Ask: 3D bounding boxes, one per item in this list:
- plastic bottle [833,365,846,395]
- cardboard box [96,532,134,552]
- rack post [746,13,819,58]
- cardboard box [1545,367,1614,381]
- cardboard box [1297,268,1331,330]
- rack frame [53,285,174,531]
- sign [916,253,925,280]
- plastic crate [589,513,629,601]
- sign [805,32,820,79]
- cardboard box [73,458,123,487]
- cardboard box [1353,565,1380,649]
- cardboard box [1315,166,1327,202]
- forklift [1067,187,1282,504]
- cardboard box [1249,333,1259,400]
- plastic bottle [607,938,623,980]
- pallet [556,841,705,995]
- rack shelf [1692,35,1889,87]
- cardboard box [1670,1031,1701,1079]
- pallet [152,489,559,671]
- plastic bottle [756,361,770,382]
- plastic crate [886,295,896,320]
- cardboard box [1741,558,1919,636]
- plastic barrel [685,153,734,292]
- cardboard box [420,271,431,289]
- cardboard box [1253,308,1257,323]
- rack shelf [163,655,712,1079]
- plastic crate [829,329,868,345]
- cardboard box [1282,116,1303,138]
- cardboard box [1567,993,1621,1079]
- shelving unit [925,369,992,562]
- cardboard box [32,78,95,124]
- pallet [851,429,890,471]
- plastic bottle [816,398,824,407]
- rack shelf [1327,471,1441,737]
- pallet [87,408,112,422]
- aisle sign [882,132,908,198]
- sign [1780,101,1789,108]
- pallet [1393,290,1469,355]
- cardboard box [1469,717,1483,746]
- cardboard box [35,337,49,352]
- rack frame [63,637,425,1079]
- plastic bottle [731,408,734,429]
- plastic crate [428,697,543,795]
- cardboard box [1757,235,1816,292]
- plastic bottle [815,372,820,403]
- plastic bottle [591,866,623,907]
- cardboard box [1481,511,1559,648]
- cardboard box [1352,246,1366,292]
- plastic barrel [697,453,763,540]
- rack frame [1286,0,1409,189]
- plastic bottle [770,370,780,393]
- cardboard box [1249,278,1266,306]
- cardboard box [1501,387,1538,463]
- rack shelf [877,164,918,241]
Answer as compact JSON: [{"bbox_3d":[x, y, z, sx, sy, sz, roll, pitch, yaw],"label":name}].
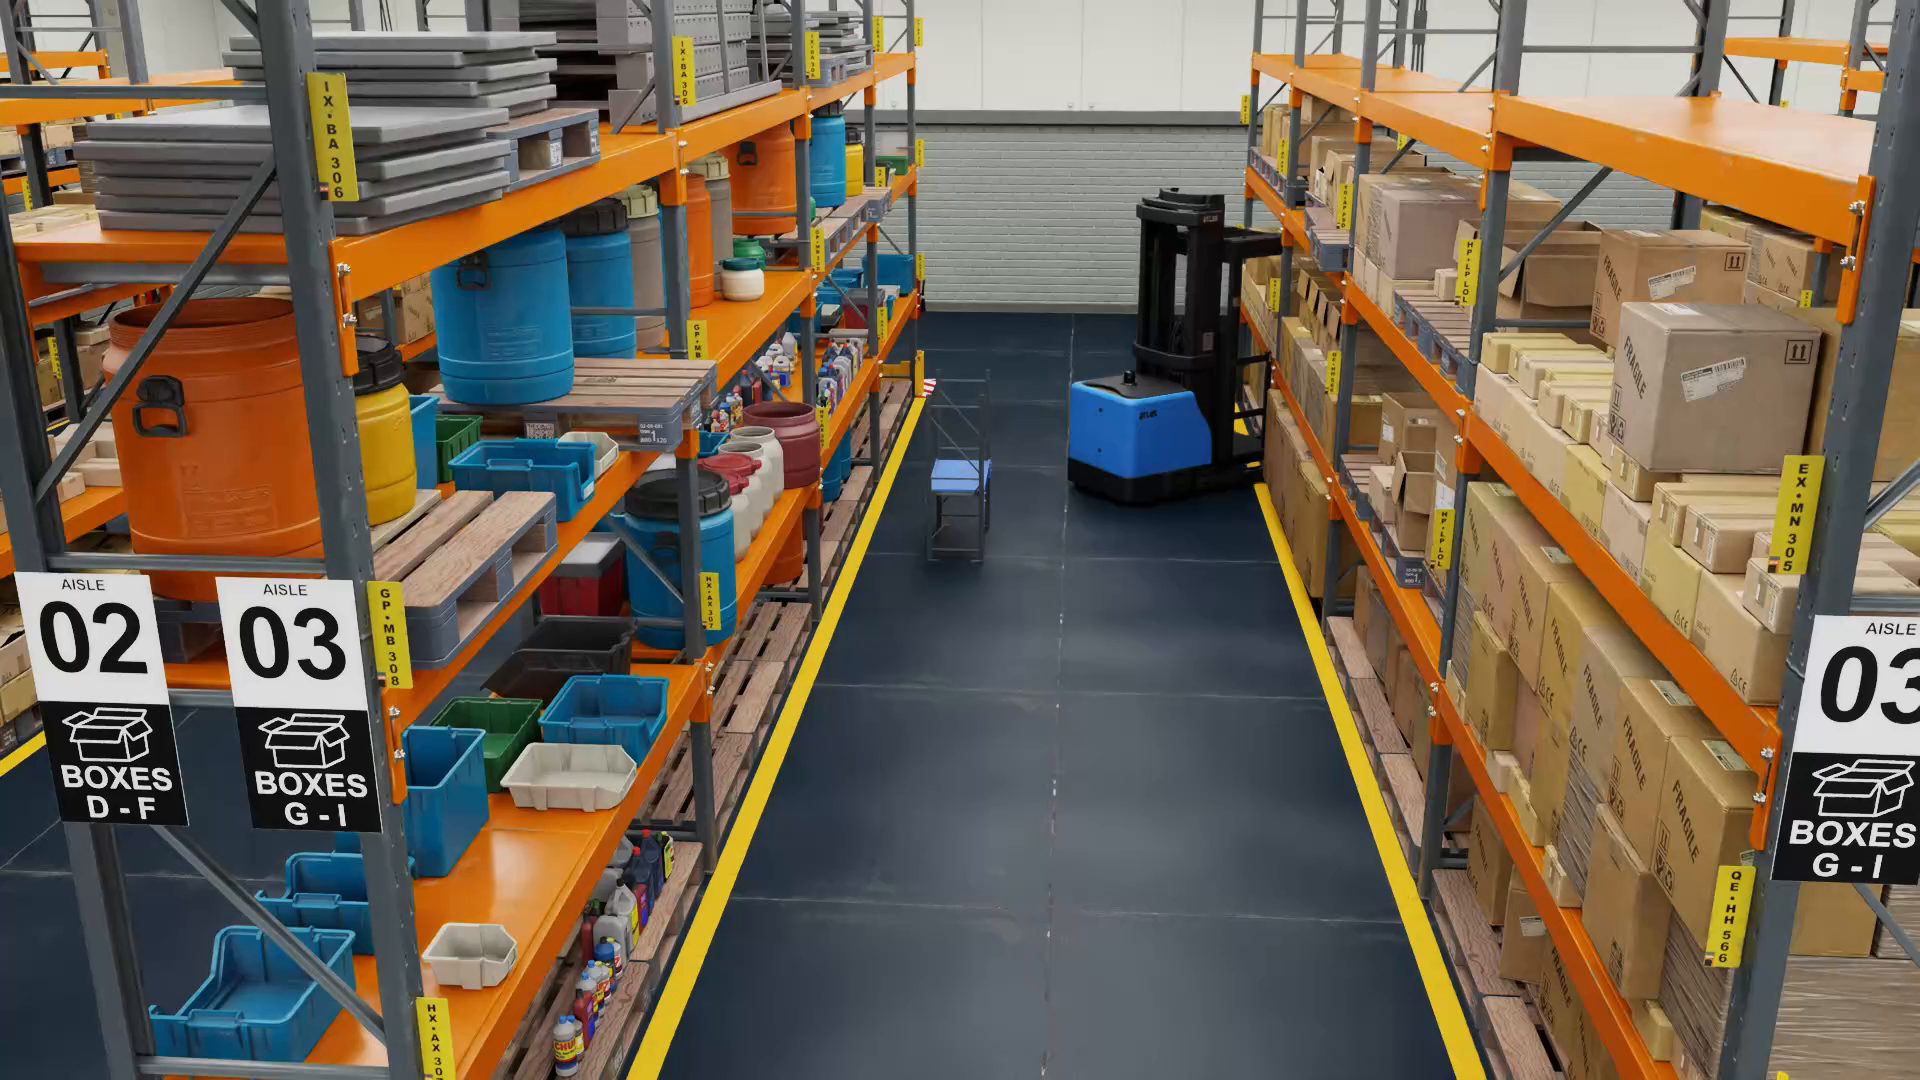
[{"bbox_3d":[-1.117,-1.465,15.103,0.152,0.276,0.135,1,18,4],"label":"plastic bottle"},{"bbox_3d":[-6.341,0.102,12.962,0.500,0.311,0.500,2,18,5],"label":"cardboard box"},{"bbox_3d":[-1.598,-3.836,12.626,0.954,0.300,0.937,1,18,4],"label":"rack post"},{"bbox_3d":[2.747,-0.646,7.189,0.380,0.149,0.250,2,18,6],"label":"cardboard box"},{"bbox_3d":[3.580,-2.252,15.535,0.797,0.503,0.637,1,18,2],"label":"cardboard box"},{"bbox_3d":[-6.549,-0.907,13.200,1.000,3.000,0.127,1,18,4],"label":"rack frame"},{"bbox_3d":[-0.486,-3.350,20.394,0.100,0.325,0.005,1,18,4],"label":"sign"},{"bbox_3d":[-2.127,0.105,10.137,0.392,0.384,0.575,1,18,4],"label":"plastic crate"},{"bbox_3d":[-1.060,-3.482,11.944,0.100,0.325,0.005,1,18,4],"label":"sign"},{"bbox_3d":[-6.338,-0.502,12.368,0.380,0.149,0.250,1,18,4],"label":"cardboard box"},{"bbox_3d":[3.303,0.503,12.206,0.700,0.500,0.500,0,18,1],"label":"cardboard box"},{"bbox_3d":[3.450,-3.171,14.761,0.500,0.311,0.500,1,18,2],"label":"cardboard box"},{"bbox_3d":[2.610,-2.072,16.867,3.031,2.935,1.130,-11,21,-31],"label":"forklift"},{"bbox_3d":[3.939,-2.158,19.758,0.875,0.875,0.875,1,18,4],"label":"cardboard box"},{"bbox_3d":[-1.688,2.022,8.049,0.097,0.201,0.097,0,18,0],"label":"plastic bottle"},{"bbox_3d":[-1.986,1.980,8.868,1.003,0.211,1.213,1,18,4],"label":"pallet"},{"bbox_3d":[8.701,-4.913,16.953,1.077,0.370,4.000,1,18,4],"label":"rack shelf"},{"bbox_3d":[2.591,1.749,5.499,0.380,0.149,0.250,1,18,4],"label":"cardboard box"},{"bbox_3d":[-2.026,0.099,5.616,1.003,0.211,1.213,1,18,4],"label":"pallet"},{"bbox_3d":[-1.818,-1.484,15.160,0.152,0.276,0.135,1,18,4],"label":"plastic bottle"},{"bbox_3d":[-0.927,-2.585,18.494,0.416,0.233,0.300,1,18,4],"label":"plastic crate"},{"bbox_3d":[2.466,0.163,4.718,0.380,0.149,0.250,1,18,4],"label":"cardboard box"},{"bbox_3d":[-1.884,-2.208,11.550,0.600,0.901,0.600,0,18,0],"label":"plastic barrel"},{"bbox_3d":[-5.912,-2.972,17.737,0.500,0.500,0.500,1,18,2],"label":"cardboard box"},{"bbox_3d":[3.441,-2.469,18.371,0.380,0.149,0.250,1,18,3],"label":"cardboard box"},{"bbox_3d":[-2.039,1.410,7.284,1.077,0.370,4.000,1,18,4],"label":"rack shelf"},{"bbox_3d":[-1.146,-2.082,17.114,0.396,0.136,0.243,1,18,4],"label":"plastic crate"},{"bbox_3d":[3.657,-4.058,17.005,0.700,0.500,0.500,2,18,7],"label":"cardboard box"},{"bbox_3d":[2.892,2.214,7.015,0.500,0.500,0.500,3,18,9],"label":"cardboard box"},{"bbox_3d":[-0.006,-0.686,14.936,0.538,1.500,1.048,1,18,4],"label":"shelving unit"},{"bbox_3d":[-10.697,-5.225,19.763,0.500,0.500,0.500,1,18,4],"label":"cardboard box"},{"bbox_3d":[-1.308,-0.941,17.784,1.003,0.211,1.213,1,18,4],"label":"pallet"},{"bbox_3d":[-1.167,-1.051,13.828,0.061,0.283,0.133,1,18,4],"label":"plastic bottle"},{"bbox_3d":[3.188,0.279,10.738,1.077,0.370,4.000,1,18,4],"label":"rack shelf"},{"bbox_3d":[-6.571,-1.028,13.877,1.213,0.211,1.003,1,18,4],"label":"pallet"},{"bbox_3d":[-0.738,-4.531,20.085,0.394,0.787,0.004,1,18,4],"label":"aisle sign"},{"bbox_3d":[9.397,-4.855,19.009,0.100,0.325,0.005,1,18,4],"label":"sign"},{"bbox_3d":[3.266,-1.290,9.854,1.213,0.211,1.003,1,18,4],"label":"pallet"},{"bbox_3d":[2.708,0.893,8.111,0.380,0.149,0.250,1,18,4],"label":"cardboard box"},{"bbox_3d":[-11.129,-2.330,19.843,0.380,0.149,0.250,2,18,5],"label":"cardboard box"},{"bbox_3d":[-2.183,1.690,5.276,1.000,3.000,0.127,1,18,4],"label":"rack frame"},{"bbox_3d":[-1.942,-1.034,13.906,0.097,0.201,0.097,0,18,0],"label":"plastic bottle"},{"bbox_3d":[-2.275,0.963,7.833,0.450,0.188,0.662,1,18,4],"label":"plastic crate"},{"bbox_3d":[8.354,-2.761,16.616,0.500,0.500,0.500,1,18,2],"label":"cardboard box"},{"bbox_3d":[-1.302,-1.341,14.603,0.144,0.351,0.185,1,18,4],"label":"plastic bottle"},{"bbox_3d":[-1.818,1.803,8.598,0.152,0.276,0.135,1,18,4],"label":"plastic bottle"},{"bbox_3d":[2.724,0.183,7.629,0.500,0.500,0.500,1,18,4],"label":"cardboard box"},{"bbox_3d":[3.044,-1.898,11.650,0.500,0.250,0.500,2,18,5],"label":"cardboard box"},{"bbox_3d":[-1.525,-0.272,11.044,0.433,0.535,0.433,0,18,0],"label":"plastic barrel"},{"bbox_3d":[3.618,-4.778,15.379,1.000,3.000,0.127,1,18,4],"label":"rack frame"},{"bbox_3d":[-1.693,-1.451,15.180,0.097,0.201,0.097,0,18,0],"label":"plastic bottle"},{"bbox_3d":[3.531,-2.779,18.676,0.500,0.250,0.500,1,18,2],"label":"cardboard box"},{"bbox_3d":[2.724,-0.498,7.376,0.500,0.250,0.500,1,18,3],"label":"cardboard box"},{"bbox_3d":[-1.179,-3.742,18.191,1.077,0.370,4.000,1,18,4],"label":"rack shelf"}]
